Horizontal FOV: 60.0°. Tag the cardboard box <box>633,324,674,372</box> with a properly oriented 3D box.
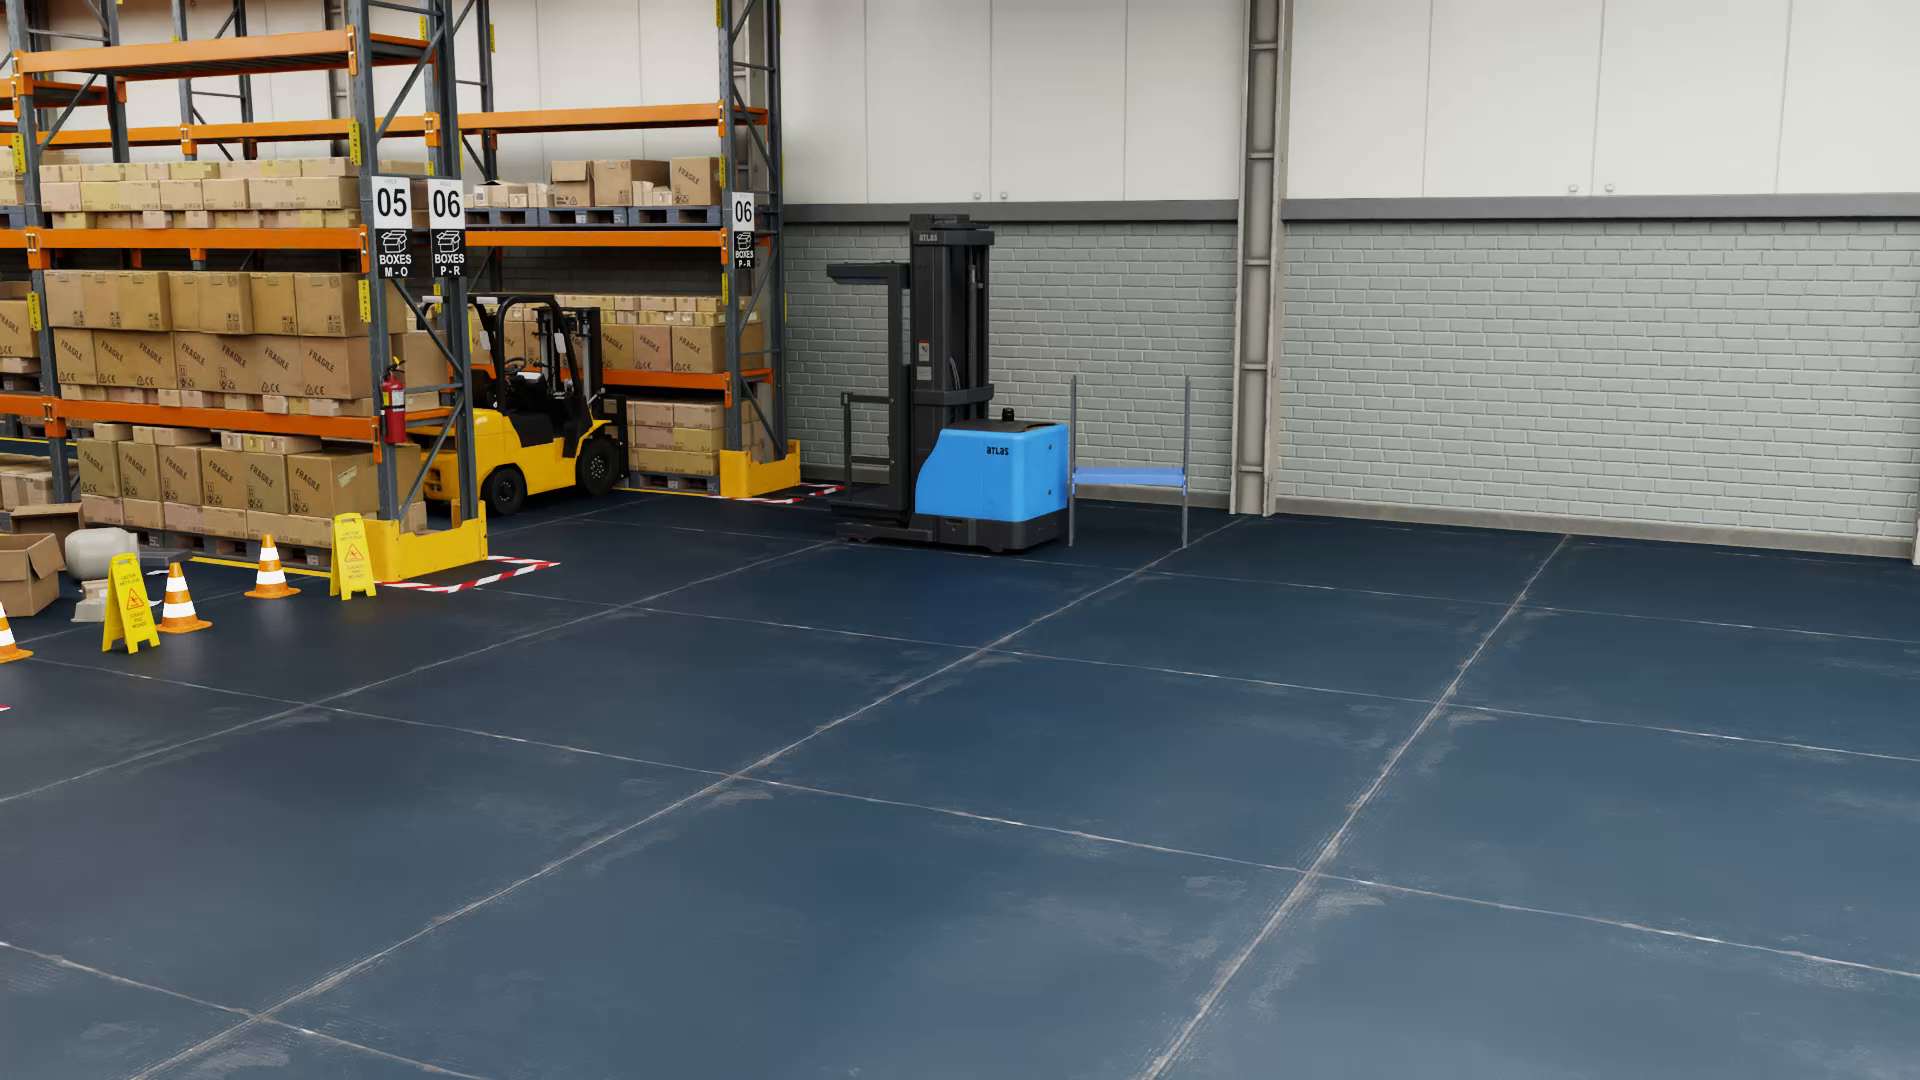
[{"bbox_3d":[-3.223,-2.113,18.223,0.500,0.500,0.500,5,12,28],"label":"cardboard box"}]

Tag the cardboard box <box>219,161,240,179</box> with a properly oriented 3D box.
[{"bbox_3d":[-5.926,-3.073,13.851,0.250,0.149,0.380,5,11,24],"label":"cardboard box"}]

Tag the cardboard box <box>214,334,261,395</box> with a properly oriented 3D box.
[{"bbox_3d":[-5.900,-1.506,14.034,0.500,0.500,0.500,5,11,26],"label":"cardboard box"}]

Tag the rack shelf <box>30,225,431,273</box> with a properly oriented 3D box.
[{"bbox_3d":[-6.190,-2.511,14.301,4.000,0.370,1.077,5,11,26],"label":"rack shelf"}]

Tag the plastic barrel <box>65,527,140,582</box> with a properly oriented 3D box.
[{"bbox_3d":[-6.919,0.115,13.426,0.512,0.421,0.421,-4,11,-23],"label":"plastic barrel"}]

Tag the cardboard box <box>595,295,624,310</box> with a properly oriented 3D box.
[{"bbox_3d":[-3.807,-2.619,18.359,0.250,0.149,0.380,5,12,27],"label":"cardboard box"}]

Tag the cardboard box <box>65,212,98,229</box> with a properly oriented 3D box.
[{"bbox_3d":[-7.604,-2.806,14.613,0.250,0.149,0.380,5,11,26],"label":"cardboard box"}]

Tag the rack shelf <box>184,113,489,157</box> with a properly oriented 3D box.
[{"bbox_3d":[-7.585,-4.899,20.193,4.000,0.370,1.077,5,11,26],"label":"rack shelf"}]

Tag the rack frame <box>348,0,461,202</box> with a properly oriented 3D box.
[{"bbox_3d":[-4.397,-4.184,13.099,0.127,3.000,1.000,5,11,26],"label":"rack frame"}]

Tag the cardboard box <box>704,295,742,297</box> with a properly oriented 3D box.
[{"bbox_3d":[-2.621,-2.631,18.428,0.250,0.149,0.380,5,12,28],"label":"cardboard box"}]

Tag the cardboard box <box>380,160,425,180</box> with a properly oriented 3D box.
[{"bbox_3d":[-4.625,-3.037,13.652,0.250,0.149,0.380,5,11,25],"label":"cardboard box"}]

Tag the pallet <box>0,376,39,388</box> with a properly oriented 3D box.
[{"bbox_3d":[-9.778,-1.618,16.308,1.213,0.211,1.003,5,11,26],"label":"pallet"}]

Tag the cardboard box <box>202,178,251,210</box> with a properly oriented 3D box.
[{"bbox_3d":[-5.893,-2.858,13.780,0.500,0.250,0.500,5,12,27],"label":"cardboard box"}]

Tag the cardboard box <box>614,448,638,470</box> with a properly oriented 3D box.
[{"bbox_3d":[-3.651,-0.947,18.599,0.500,0.250,0.500,5,11,26],"label":"cardboard box"}]

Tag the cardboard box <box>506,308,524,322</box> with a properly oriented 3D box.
[{"bbox_3d":[-4.954,-2.574,18.946,0.250,0.149,0.380,5,12,27],"label":"cardboard box"}]

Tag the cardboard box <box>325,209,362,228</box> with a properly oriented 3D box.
[{"bbox_3d":[-4.841,-2.568,13.297,0.250,0.149,0.380,5,11,26],"label":"cardboard box"}]

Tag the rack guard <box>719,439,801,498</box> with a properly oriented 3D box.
[{"bbox_3d":[-2.182,-0.793,18.227,0.348,0.500,1.175,5,11,26],"label":"rack guard"}]

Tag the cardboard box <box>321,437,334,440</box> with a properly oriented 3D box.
[{"bbox_3d":[-5.936,-0.645,14.829,0.500,0.500,0.500,5,12,27],"label":"cardboard box"}]

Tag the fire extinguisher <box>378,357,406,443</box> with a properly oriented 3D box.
[{"bbox_3d":[-4.498,-1.111,13.184,0.183,0.674,0.296,5,11,26],"label":"fire extinguisher"}]

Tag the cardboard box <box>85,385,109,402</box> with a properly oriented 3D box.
[{"bbox_3d":[-7.594,-1.336,14.913,0.250,0.149,0.380,5,12,27],"label":"cardboard box"}]

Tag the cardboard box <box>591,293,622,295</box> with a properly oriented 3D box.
[{"bbox_3d":[-4.024,-2.747,19.068,0.250,0.149,0.380,5,12,27],"label":"cardboard box"}]

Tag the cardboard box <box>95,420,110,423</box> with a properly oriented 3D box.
[{"bbox_3d":[-11.241,-1.751,22.340,0.500,0.500,0.500,5,11,24],"label":"cardboard box"}]

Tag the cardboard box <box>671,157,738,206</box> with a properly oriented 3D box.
[{"bbox_3d":[-2.709,-3.802,17.671,0.500,0.500,0.500,5,12,28],"label":"cardboard box"}]

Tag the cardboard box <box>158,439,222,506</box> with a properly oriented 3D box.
[{"bbox_3d":[-6.625,-0.599,14.571,0.500,0.500,0.500,6,12,29],"label":"cardboard box"}]

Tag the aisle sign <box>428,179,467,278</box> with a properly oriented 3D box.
[{"bbox_3d":[-4.204,-2.556,13.649,0.004,0.787,0.394,5,11,26],"label":"aisle sign"}]

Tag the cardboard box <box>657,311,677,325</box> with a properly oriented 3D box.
[{"bbox_3d":[-3.087,-2.421,18.104,0.250,0.149,0.380,5,12,27],"label":"cardboard box"}]

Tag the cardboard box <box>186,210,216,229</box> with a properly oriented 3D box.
[{"bbox_3d":[-6.238,-2.682,13.927,0.250,0.149,0.380,5,11,25],"label":"cardboard box"}]

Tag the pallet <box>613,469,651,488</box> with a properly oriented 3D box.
[{"bbox_3d":[-3.998,-0.803,19.092,1.213,0.211,1.003,5,11,26],"label":"pallet"}]

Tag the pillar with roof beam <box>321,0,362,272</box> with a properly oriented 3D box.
[{"bbox_3d":[-9.715,-4.961,17.393,0.400,9.000,9.100,5,11,26],"label":"pillar with roof beam"}]

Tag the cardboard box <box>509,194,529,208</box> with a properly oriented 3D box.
[{"bbox_3d":[-4.834,-3.804,18.668,0.250,0.149,0.380,5,12,28],"label":"cardboard box"}]

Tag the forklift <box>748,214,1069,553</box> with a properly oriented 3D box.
[{"bbox_3d":[-0.548,-1.496,15.288,3.031,2.935,1.130,6,12,28],"label":"forklift"}]

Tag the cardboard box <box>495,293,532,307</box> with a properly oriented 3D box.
[{"bbox_3d":[-5.129,-2.757,19.126,0.250,0.149,0.380,5,11,25],"label":"cardboard box"}]

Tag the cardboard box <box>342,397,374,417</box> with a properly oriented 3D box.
[{"bbox_3d":[-4.827,-1.103,13.630,0.250,0.149,0.380,5,12,28],"label":"cardboard box"}]

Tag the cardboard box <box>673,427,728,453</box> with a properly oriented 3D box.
[{"bbox_3d":[-2.779,-1.113,18.114,0.500,0.250,0.500,5,11,25],"label":"cardboard box"}]

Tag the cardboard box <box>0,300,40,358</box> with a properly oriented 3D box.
[{"bbox_3d":[-8.500,-1.949,15.301,0.500,0.500,0.500,5,11,25],"label":"cardboard box"}]

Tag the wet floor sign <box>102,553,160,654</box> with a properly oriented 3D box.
[{"bbox_3d":[-5.594,0.411,11.166,0.232,0.644,0.267,3,11,16],"label":"wet floor sign"}]

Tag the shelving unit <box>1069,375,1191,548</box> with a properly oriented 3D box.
[{"bbox_3d":[1.527,-0.718,15.004,1.048,1.500,0.538,1,10,6],"label":"shelving unit"}]

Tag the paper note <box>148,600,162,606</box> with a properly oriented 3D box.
[{"bbox_3d":[-6.125,0.473,12.553,0.142,0.019,0.148,1,10,6],"label":"paper note"}]

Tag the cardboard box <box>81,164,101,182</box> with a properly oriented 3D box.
[{"bbox_3d":[-7.367,-3.177,14.424,0.250,0.149,0.380,5,11,24],"label":"cardboard box"}]

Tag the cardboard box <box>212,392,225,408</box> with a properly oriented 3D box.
[{"bbox_3d":[-6.189,-1.227,14.313,0.250,0.149,0.380,5,11,26],"label":"cardboard box"}]

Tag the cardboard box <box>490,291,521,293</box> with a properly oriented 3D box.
[{"bbox_3d":[-5.371,-2.878,19.791,0.250,0.149,0.380,5,11,26],"label":"cardboard box"}]

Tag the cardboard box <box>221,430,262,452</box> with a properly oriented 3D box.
[{"bbox_3d":[-6.049,-0.855,14.164,0.250,0.149,0.380,6,12,28],"label":"cardboard box"}]

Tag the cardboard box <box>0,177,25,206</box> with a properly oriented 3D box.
[{"bbox_3d":[-8.572,-3.179,15.210,0.500,0.250,0.500,5,11,25],"label":"cardboard box"}]

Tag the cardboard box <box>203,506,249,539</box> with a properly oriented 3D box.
[{"bbox_3d":[-6.174,-0.189,14.411,0.500,0.250,0.500,5,11,24],"label":"cardboard box"}]

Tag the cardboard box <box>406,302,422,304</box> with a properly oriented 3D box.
[{"bbox_3d":[-6.691,-2.837,20.398,0.250,0.149,0.380,5,11,25],"label":"cardboard box"}]

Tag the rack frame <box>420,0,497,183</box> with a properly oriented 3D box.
[{"bbox_3d":[-5.791,-5.292,19.223,0.127,3.000,1.000,5,11,26],"label":"rack frame"}]

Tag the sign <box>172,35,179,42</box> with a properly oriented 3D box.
[{"bbox_3d":[-9.609,-6.018,20.391,0.005,0.325,0.100,5,11,26],"label":"sign"}]

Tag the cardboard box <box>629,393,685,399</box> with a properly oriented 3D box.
[{"bbox_3d":[-3.445,-1.518,18.952,0.500,0.250,0.500,5,11,25],"label":"cardboard box"}]

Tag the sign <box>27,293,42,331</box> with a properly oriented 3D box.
[{"bbox_3d":[-8.226,-2.028,14.781,0.005,0.325,0.100,5,11,26],"label":"sign"}]

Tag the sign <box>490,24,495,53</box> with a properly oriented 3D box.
[{"bbox_3d":[-5.523,-5.916,19.604,0.005,0.325,0.100,5,11,26],"label":"sign"}]

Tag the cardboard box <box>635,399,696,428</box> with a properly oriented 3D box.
[{"bbox_3d":[-3.215,-1.396,18.276,0.500,0.250,0.500,5,12,27],"label":"cardboard box"}]

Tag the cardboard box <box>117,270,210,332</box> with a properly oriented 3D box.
[{"bbox_3d":[-6.799,-2.078,14.384,0.500,0.500,0.700,5,11,25],"label":"cardboard box"}]
